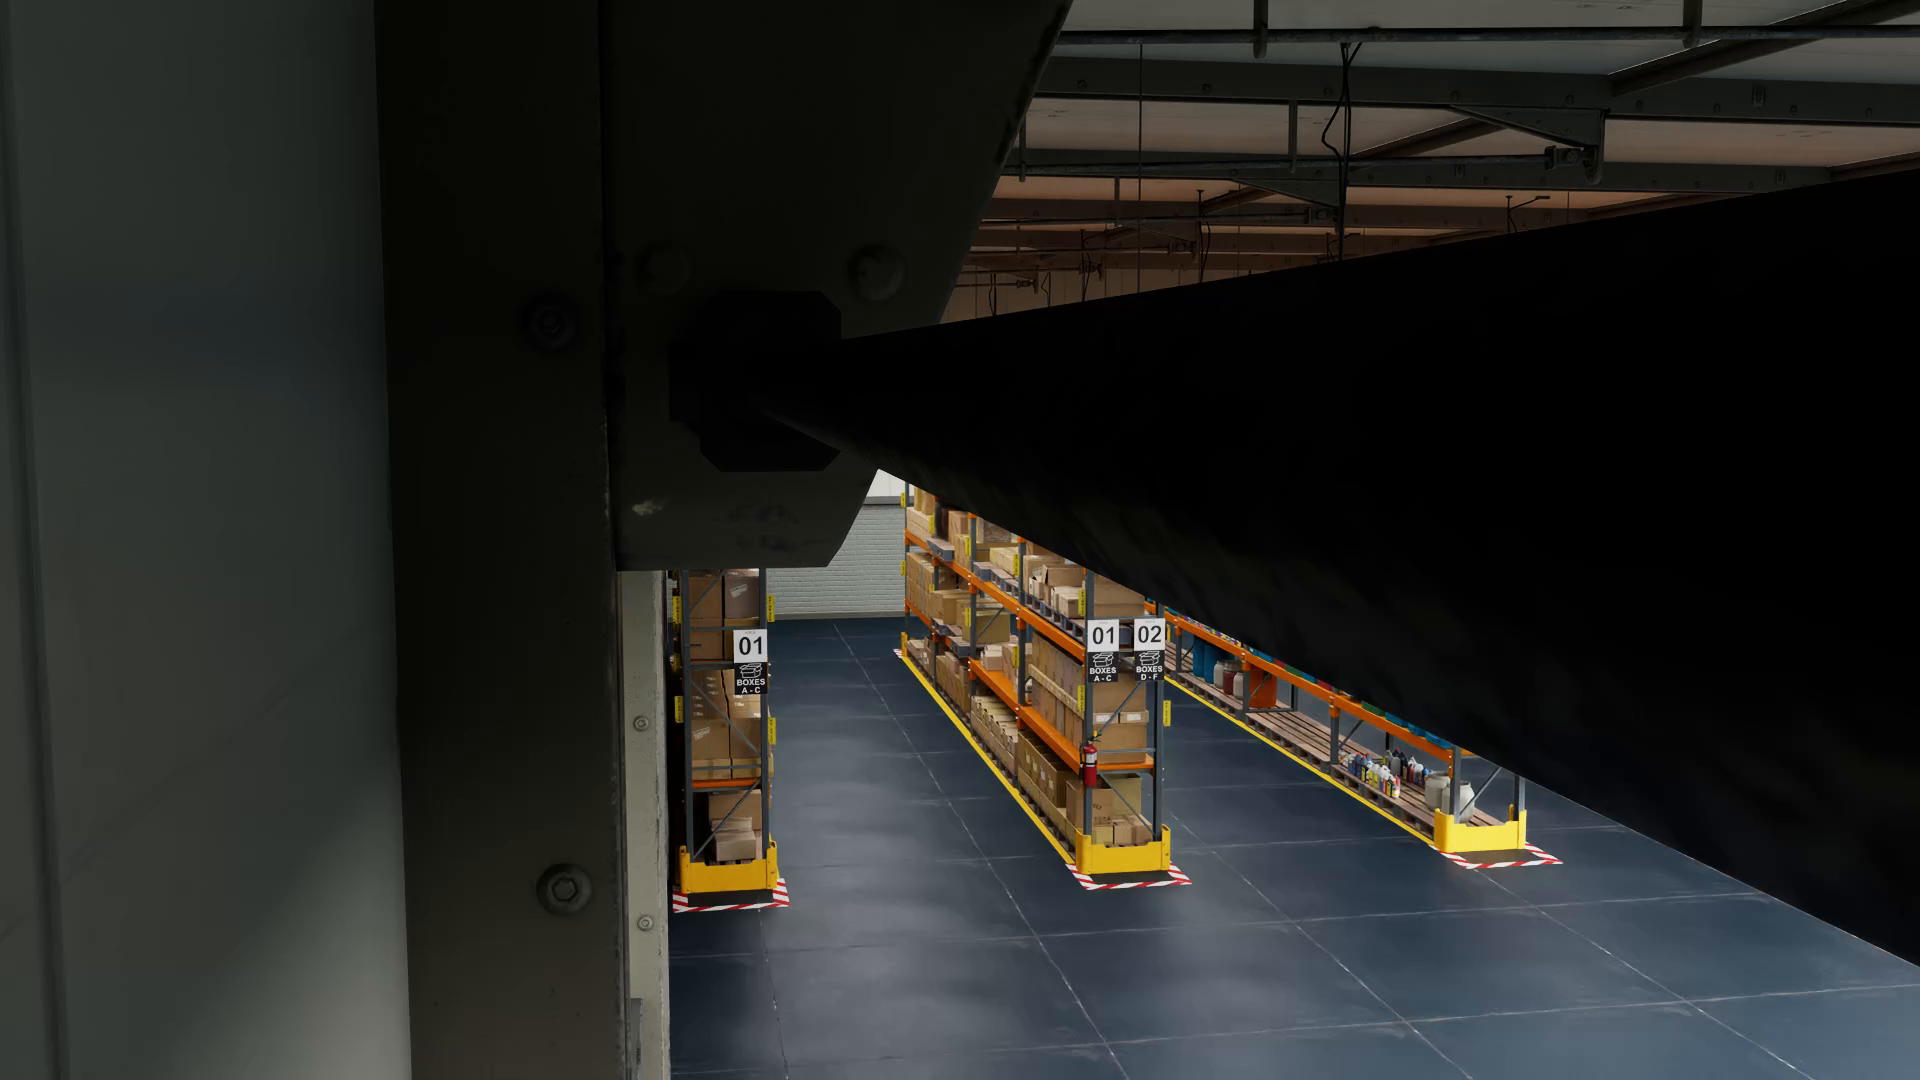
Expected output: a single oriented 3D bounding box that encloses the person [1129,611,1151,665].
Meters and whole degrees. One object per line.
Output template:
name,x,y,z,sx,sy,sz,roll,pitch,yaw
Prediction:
person,3.469,2.004,32.939,0.686,1.761,1.046,0,6,-3
